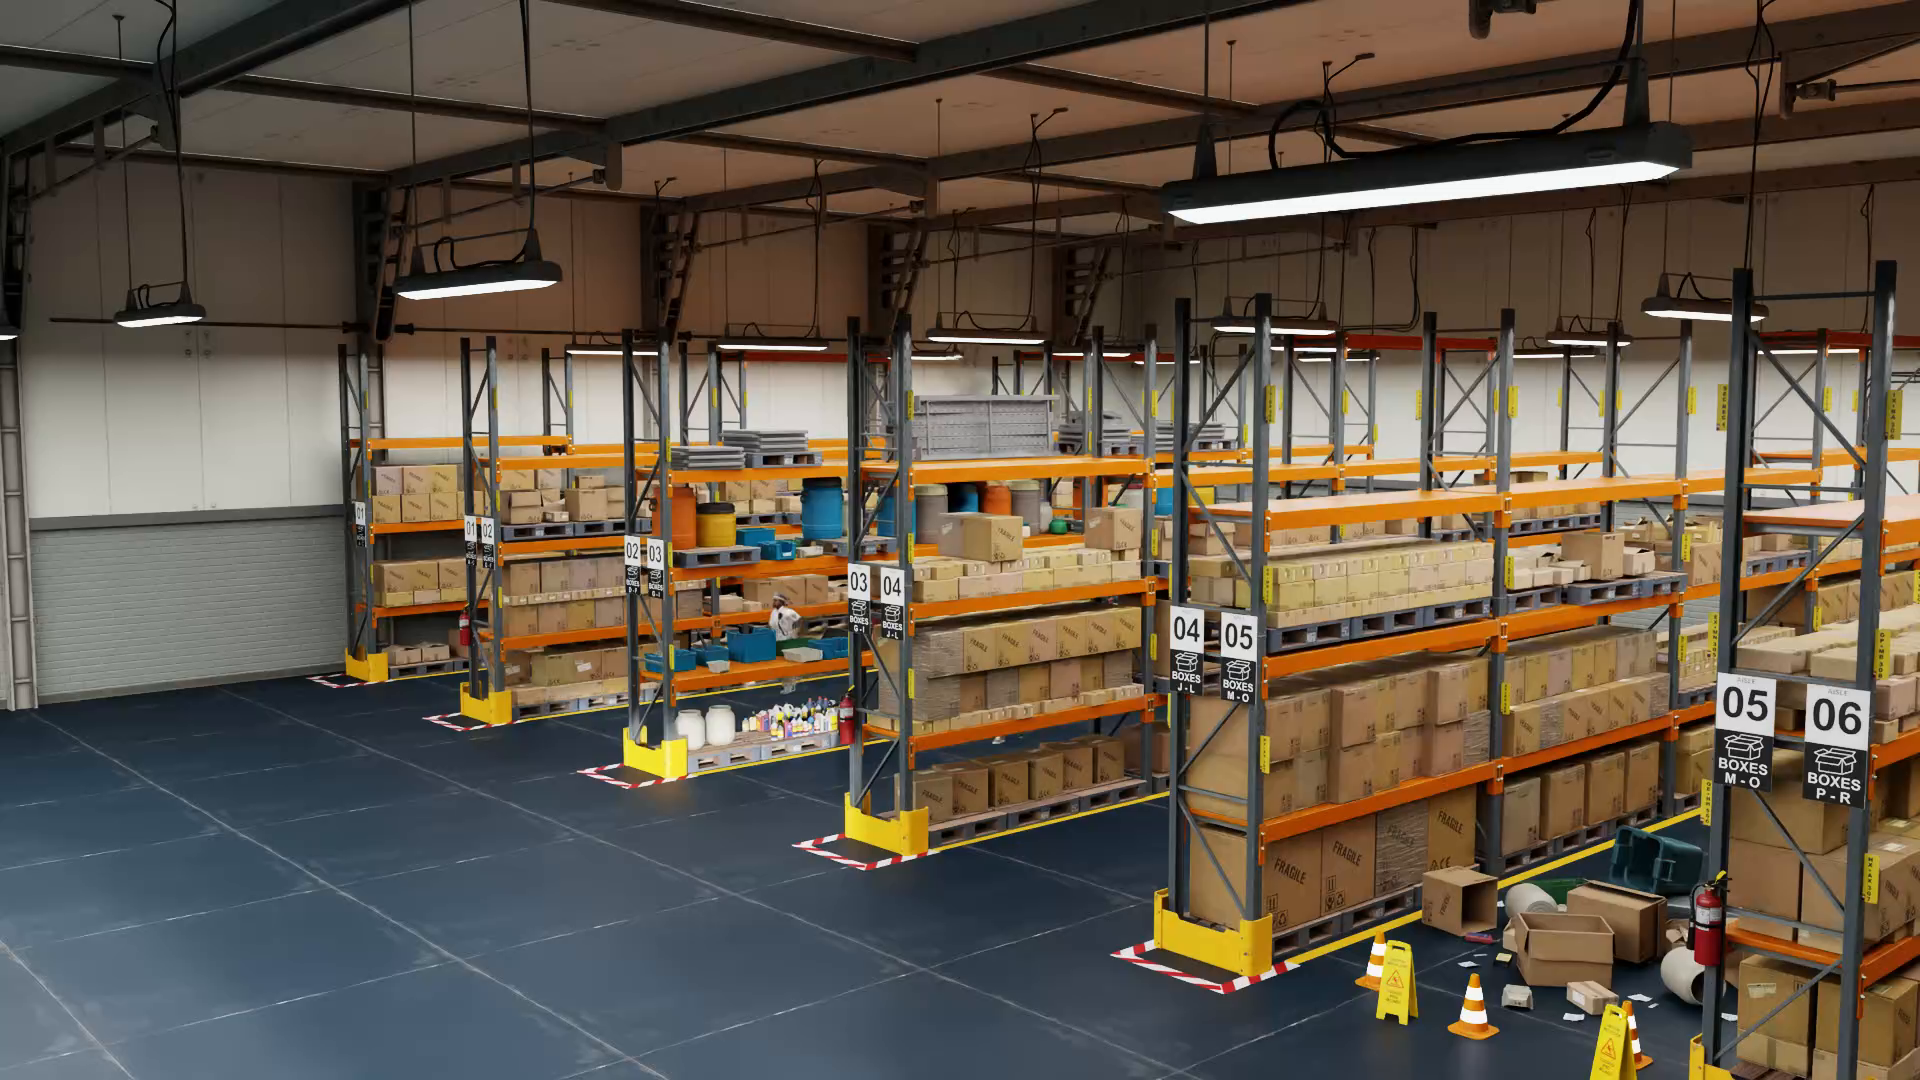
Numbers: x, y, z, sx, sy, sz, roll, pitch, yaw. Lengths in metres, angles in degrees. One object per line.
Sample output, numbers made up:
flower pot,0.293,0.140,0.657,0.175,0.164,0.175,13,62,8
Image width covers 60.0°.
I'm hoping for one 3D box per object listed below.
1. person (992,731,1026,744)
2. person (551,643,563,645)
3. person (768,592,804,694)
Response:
person,0.673,2.015,23.121,0.548,1.578,0.726,4,6,36
person,-6.994,1.808,28.800,0.515,1.556,0.629,4,6,36
person,-2.864,1.661,26.685,0.600,1.679,0.698,5,7,44
